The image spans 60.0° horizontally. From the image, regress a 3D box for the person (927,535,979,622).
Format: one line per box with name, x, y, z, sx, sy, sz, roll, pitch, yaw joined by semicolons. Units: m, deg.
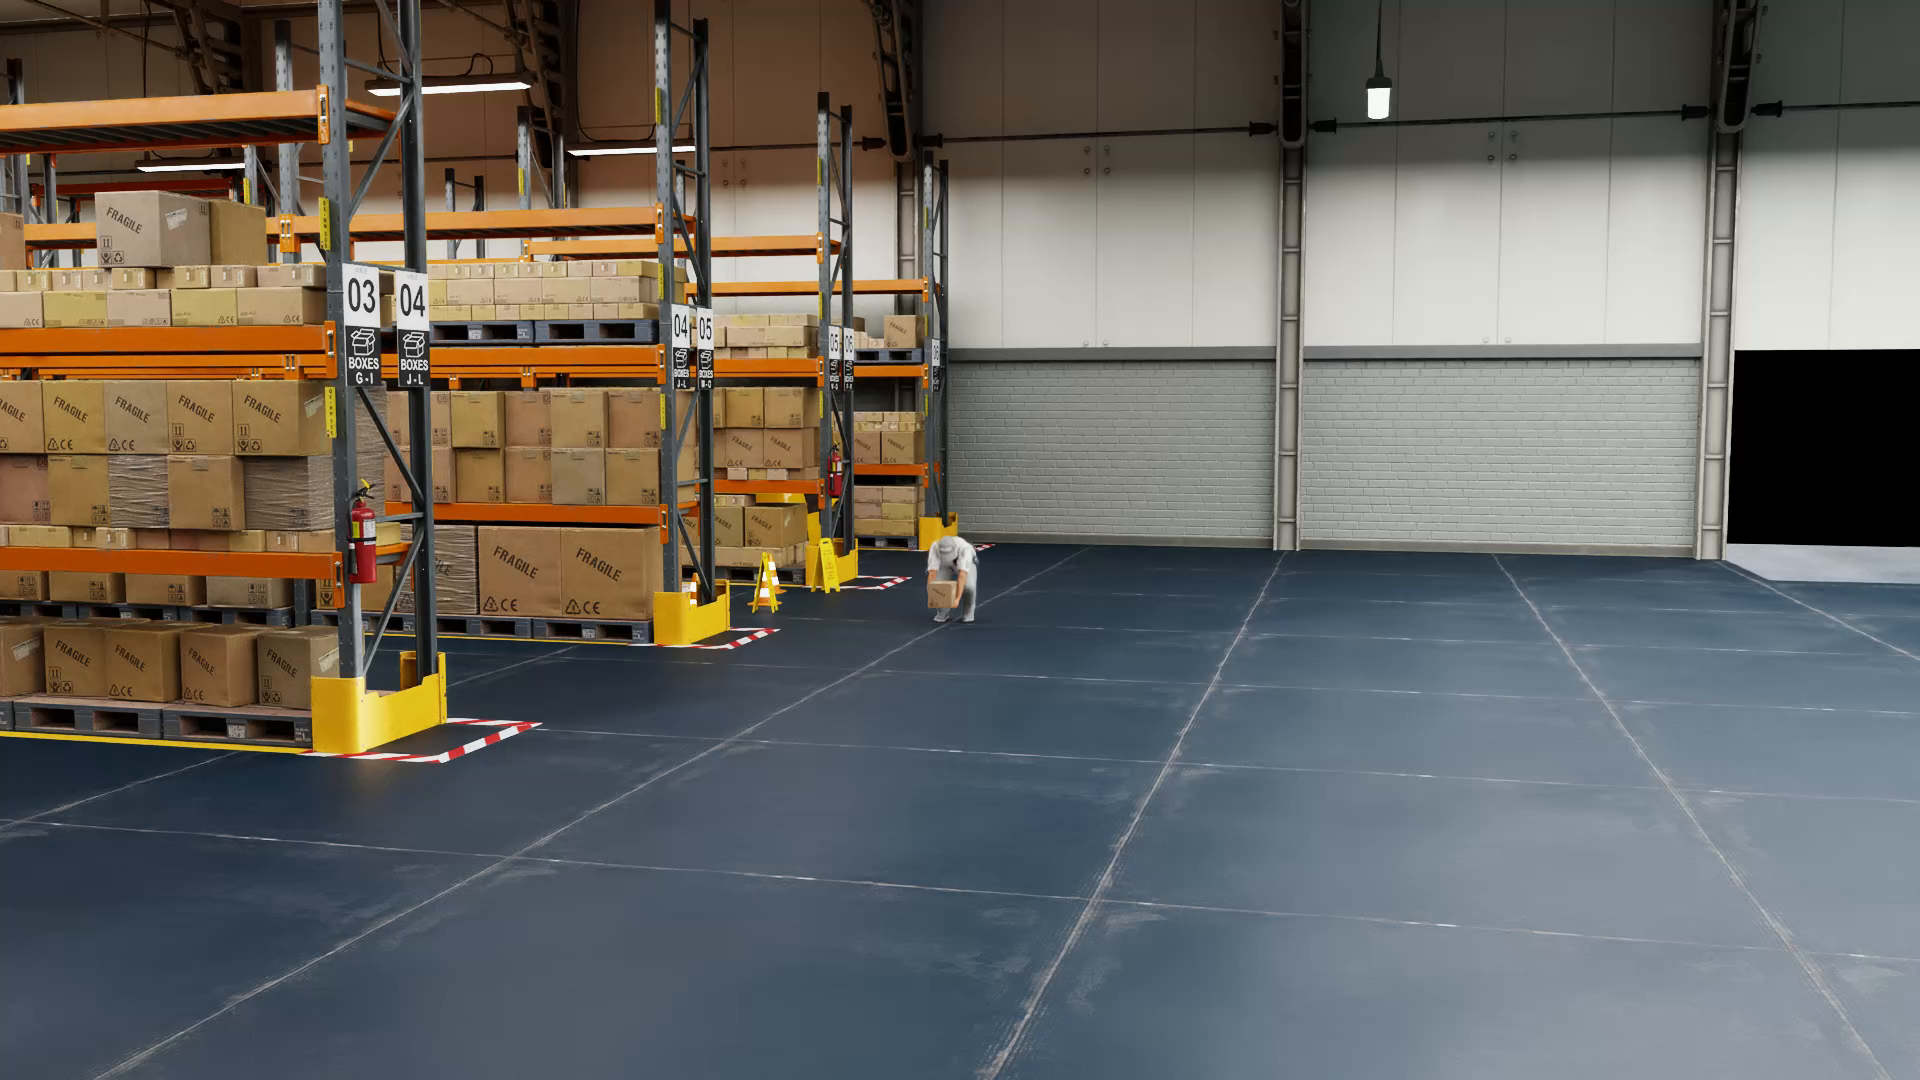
person;-0.077;0.390;17.280;0.514;0.940;0.916;1;5;12
